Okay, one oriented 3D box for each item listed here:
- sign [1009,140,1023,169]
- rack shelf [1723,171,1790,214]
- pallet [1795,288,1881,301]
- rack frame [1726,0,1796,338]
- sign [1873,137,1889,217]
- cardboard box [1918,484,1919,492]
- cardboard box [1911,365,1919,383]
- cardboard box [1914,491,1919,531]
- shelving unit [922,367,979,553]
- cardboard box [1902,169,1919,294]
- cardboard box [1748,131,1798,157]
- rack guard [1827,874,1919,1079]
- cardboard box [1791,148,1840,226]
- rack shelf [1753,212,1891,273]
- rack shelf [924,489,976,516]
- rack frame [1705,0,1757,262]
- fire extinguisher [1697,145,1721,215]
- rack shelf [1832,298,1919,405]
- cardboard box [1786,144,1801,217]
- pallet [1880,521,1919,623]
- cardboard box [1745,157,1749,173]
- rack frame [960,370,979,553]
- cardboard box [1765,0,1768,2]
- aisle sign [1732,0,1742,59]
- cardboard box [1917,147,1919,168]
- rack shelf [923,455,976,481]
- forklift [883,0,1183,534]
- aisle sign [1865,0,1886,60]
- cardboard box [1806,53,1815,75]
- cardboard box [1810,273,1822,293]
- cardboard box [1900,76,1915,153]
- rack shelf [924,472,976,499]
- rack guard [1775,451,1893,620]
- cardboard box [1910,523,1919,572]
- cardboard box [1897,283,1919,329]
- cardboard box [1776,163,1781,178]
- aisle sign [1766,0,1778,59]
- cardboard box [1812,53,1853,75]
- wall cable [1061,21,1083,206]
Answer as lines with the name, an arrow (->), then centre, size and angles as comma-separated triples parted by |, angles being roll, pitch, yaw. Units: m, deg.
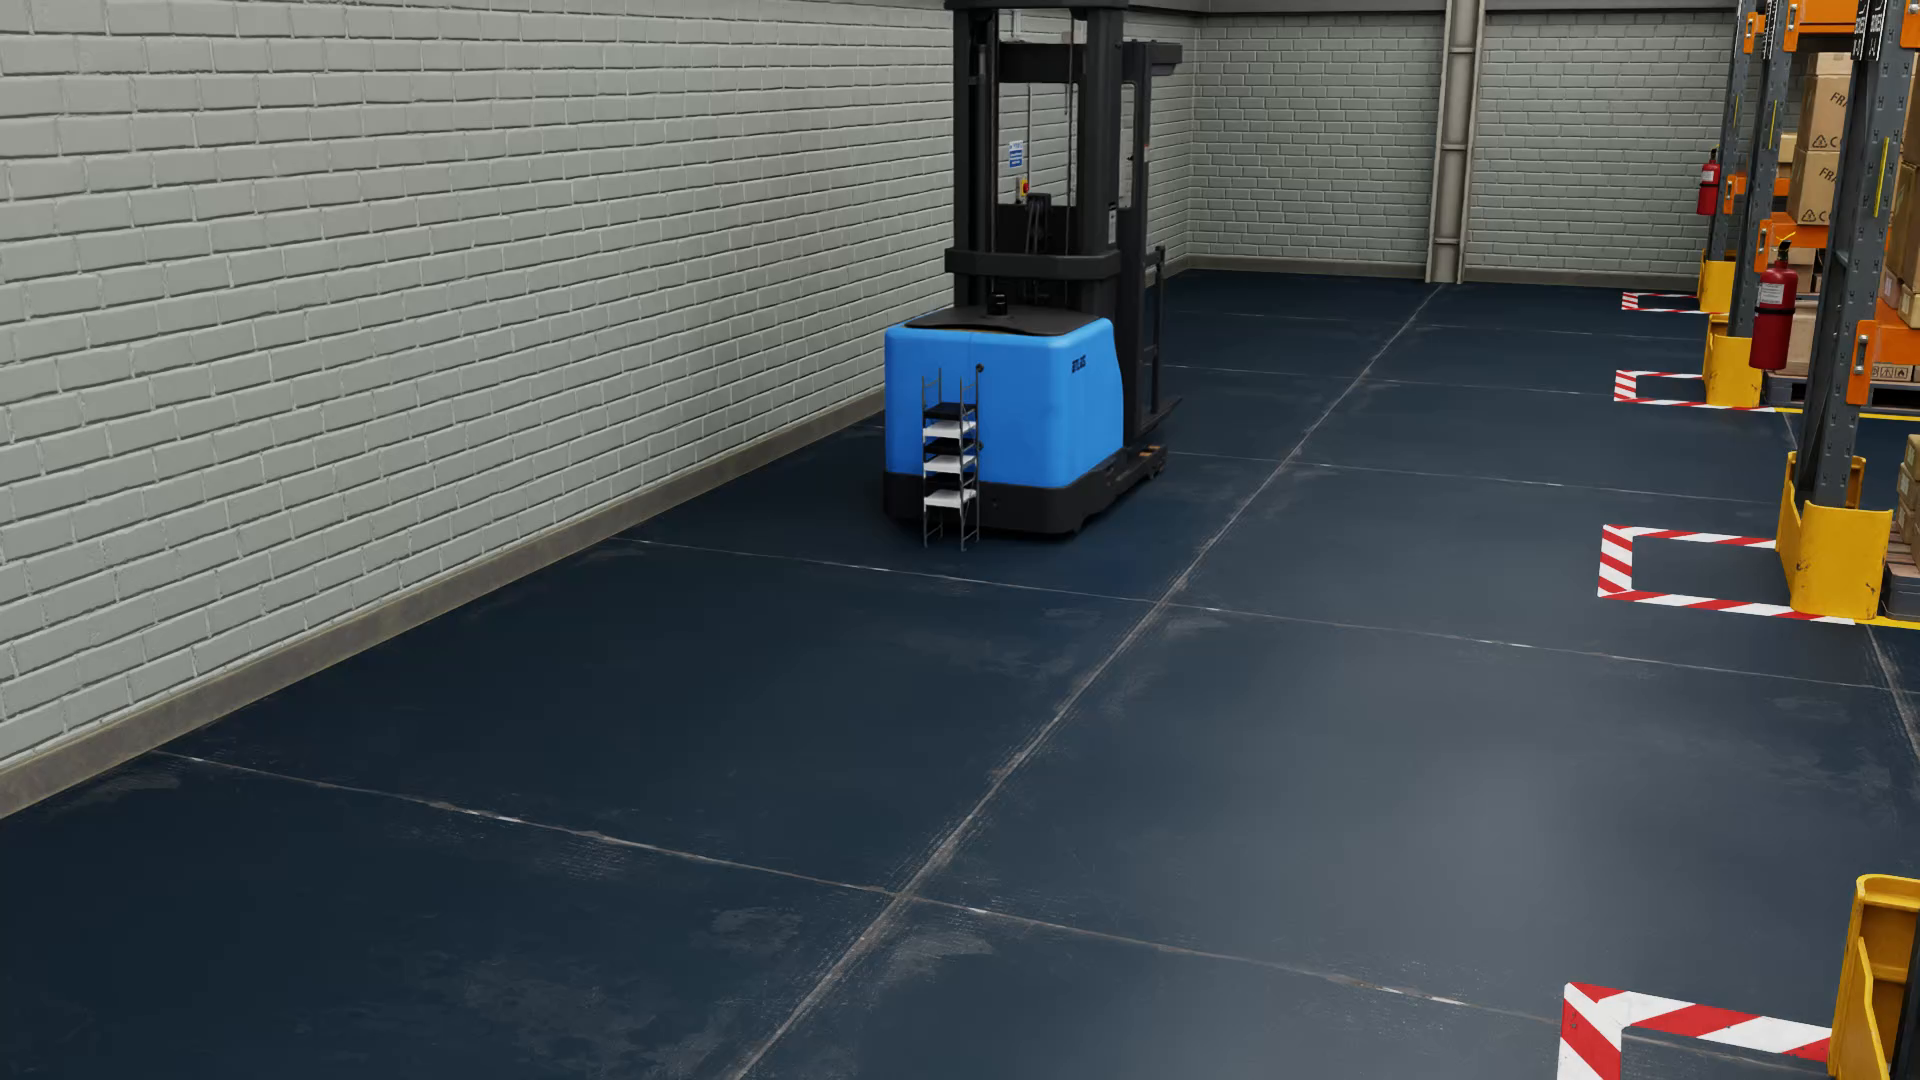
sign -> 0.471, -3.242, 13.975 | 0.001, 0.218, 0.327 | 6, 17, 21
rack shelf -> 9.478, -3.285, 15.899 | 4.000, 0.370, 1.077 | 6, 17, 21
pallet -> 8.431, -2.407, 16.586 | 1.213, 0.211, 1.003 | 6, 17, 21
rack frame -> 5.800, -2.547, 12.068 | 0.127, 3.000, 1.000 | 6, 17, 21
sign -> 3.879, -1.528, 7.005 | 0.005, 0.325, 0.100 | 6, 17, 21
cardboard box -> 4.441, -0.230, 7.378 | 0.250, 0.149, 0.380 | 5, 17, 18
cardboard box -> 7.305, -1.386, 11.909 | 0.875, 0.438, 0.875 | 7, 18, 22
cardboard box -> 4.471, -0.109, 7.494 | 0.250, 0.149, 0.380 | 7, 18, 23
shelving unit -> -0.046, -0.406, 8.450 | 0.210, 0.900, 0.258 | 6, 18, 21
cardboard box -> 4.394, -1.327, 7.150 | 0.500, 0.500, 0.500 | 7, 18, 23
cardboard box -> 8.143, -3.928, 16.558 | 0.500, 0.250, 0.500 | 7, 18, 22
rack guard -> 2.142, 1.221, 3.572 | 0.348, 0.500, 1.175 | 6, 17, 21
cardboard box -> 6.141, -2.472, 11.629 | 0.500, 0.500, 0.500 | 6, 17, 20
rack shelf -> 7.661, -1.997, 11.464 | 4.000, 0.370, 1.077 | 6, 17, 21
rack shelf -> -0.044, -0.202, 8.513 | 0.200, 0.077, 0.258 | 6, 18, 21
rack frame -> 7.618, -3.835, 16.504 | 0.127, 3.000, 1.000 | 6, 17, 21
fire extinguisher -> 7.311, -3.514, 16.206 | 0.183, 0.674, 0.296 | 6, 17, 21
rack shelf -> 5.938, -0.703, 7.006 | 4.000, 0.370, 1.077 | 6, 17, 21
cardboard box -> 6.346, -2.615, 12.121 | 0.500, 0.500, 0.500 | 6, 17, 21
pallet -> 4.891, 0.186, 7.655 | 1.213, 0.211, 1.003 | 6, 17, 21
cardboard box -> 8.025, -3.750, 16.662 | 0.250, 0.149, 0.380 | 6, 17, 20
rack frame -> 0.049, -0.396, 8.414 | 0.006, 0.900, 0.240 | 6, 18, 21
cardboard box -> 8.131, -5.372, 16.152 | 0.500, 0.250, 0.500 | 6, 17, 20
aisle sign -> 7.447, -5.014, 15.903 | 0.004, 0.787, 0.394 | 6, 17, 21
cardboard box -> 4.398, -1.810, 7.020 | 0.500, 0.500, 0.500 | 6, 17, 20
rack shelf -> -0.045, -0.374, 8.460 | 0.200, 0.077, 0.258 | 6, 18, 21
forklift -> 0.615, -1.806, 9.638 | 1.130, 2.935, 3.031 | 6, 17, 21
aisle sign -> 3.900, -2.431, 7.006 | 0.004, 0.787, 0.394 | 6, 17, 21
cardboard box -> 6.207, -3.402, 11.877 | 0.250, 0.149, 0.380 | 7, 17, 21
cardboard box -> 8.533, -2.527, 16.358 | 0.250, 0.149, 0.380 | 6, 17, 18
cardboard box -> 6.625, -2.902, 11.315 | 0.500, 0.500, 0.500 | 6, 17, 19
rack shelf -> -0.045, -0.288, 8.486 | 0.200, 0.077, 0.258 | 6, 18, 21
rack guard -> 4.149, -0.045, 7.932 | 0.348, 0.500, 1.175 | 6, 17, 21
cardboard box -> 4.448, 0.051, 7.479 | 0.250, 0.149, 0.380 | 7, 17, 22
cardboard box -> 4.259, -1.014, 7.238 | 0.250, 0.149, 0.380 | 6, 17, 20
cardboard box -> 7.823, -3.610, 16.178 | 0.250, 0.149, 0.380 | 6, 17, 20
aisle sign -> 5.627, -3.728, 11.472 | 0.004, 0.787, 0.394 | 6, 17, 21
cardboard box -> 6.029, -3.279, 11.452 | 0.250, 0.149, 0.380 | 7, 17, 22
wall cable -> 1.056, -3.975, 15.164 | 0.122, 1.984, 0.588 | 6, 17, 21
